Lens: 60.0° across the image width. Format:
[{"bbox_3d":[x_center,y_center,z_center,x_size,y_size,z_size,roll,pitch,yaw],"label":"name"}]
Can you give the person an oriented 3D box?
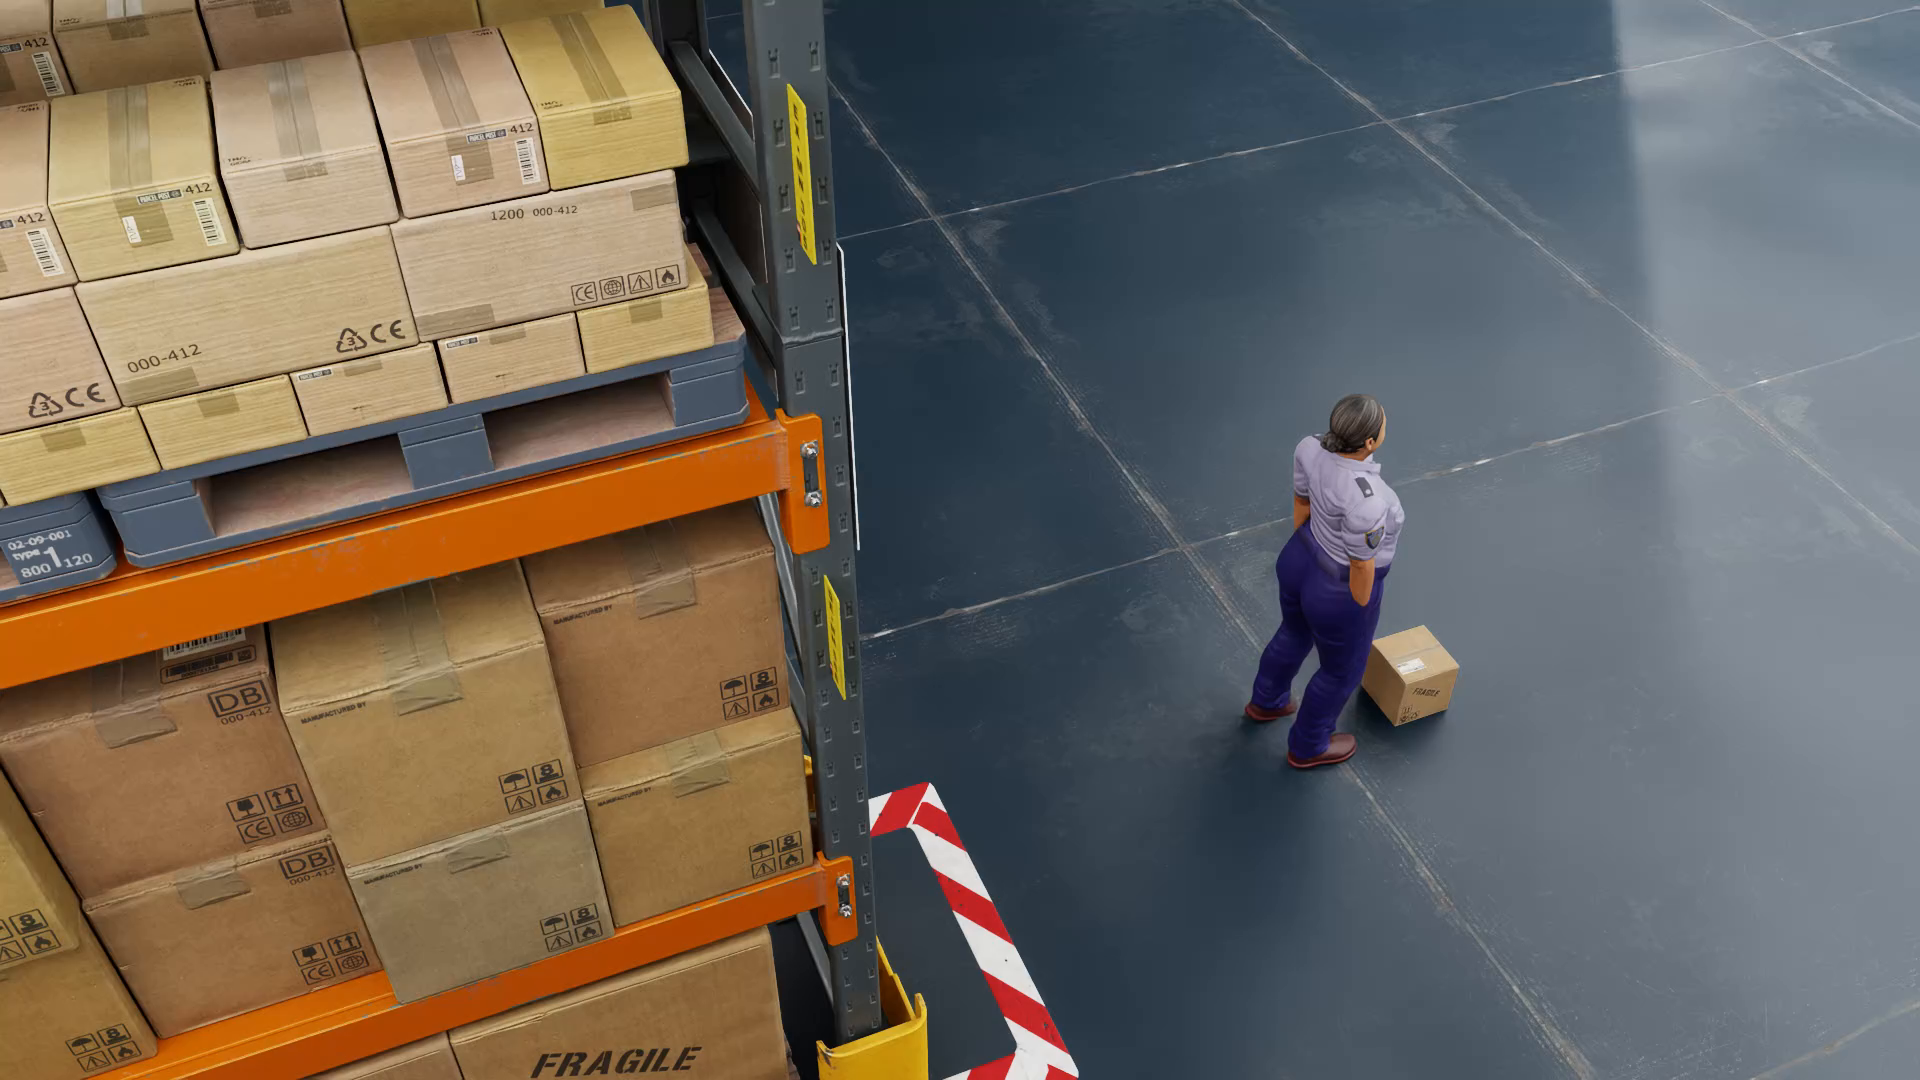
[{"bbox_3d":[1.341,0.156,6.038,0.351,1.691,0.467,-15,44,-16],"label":"person"}]
